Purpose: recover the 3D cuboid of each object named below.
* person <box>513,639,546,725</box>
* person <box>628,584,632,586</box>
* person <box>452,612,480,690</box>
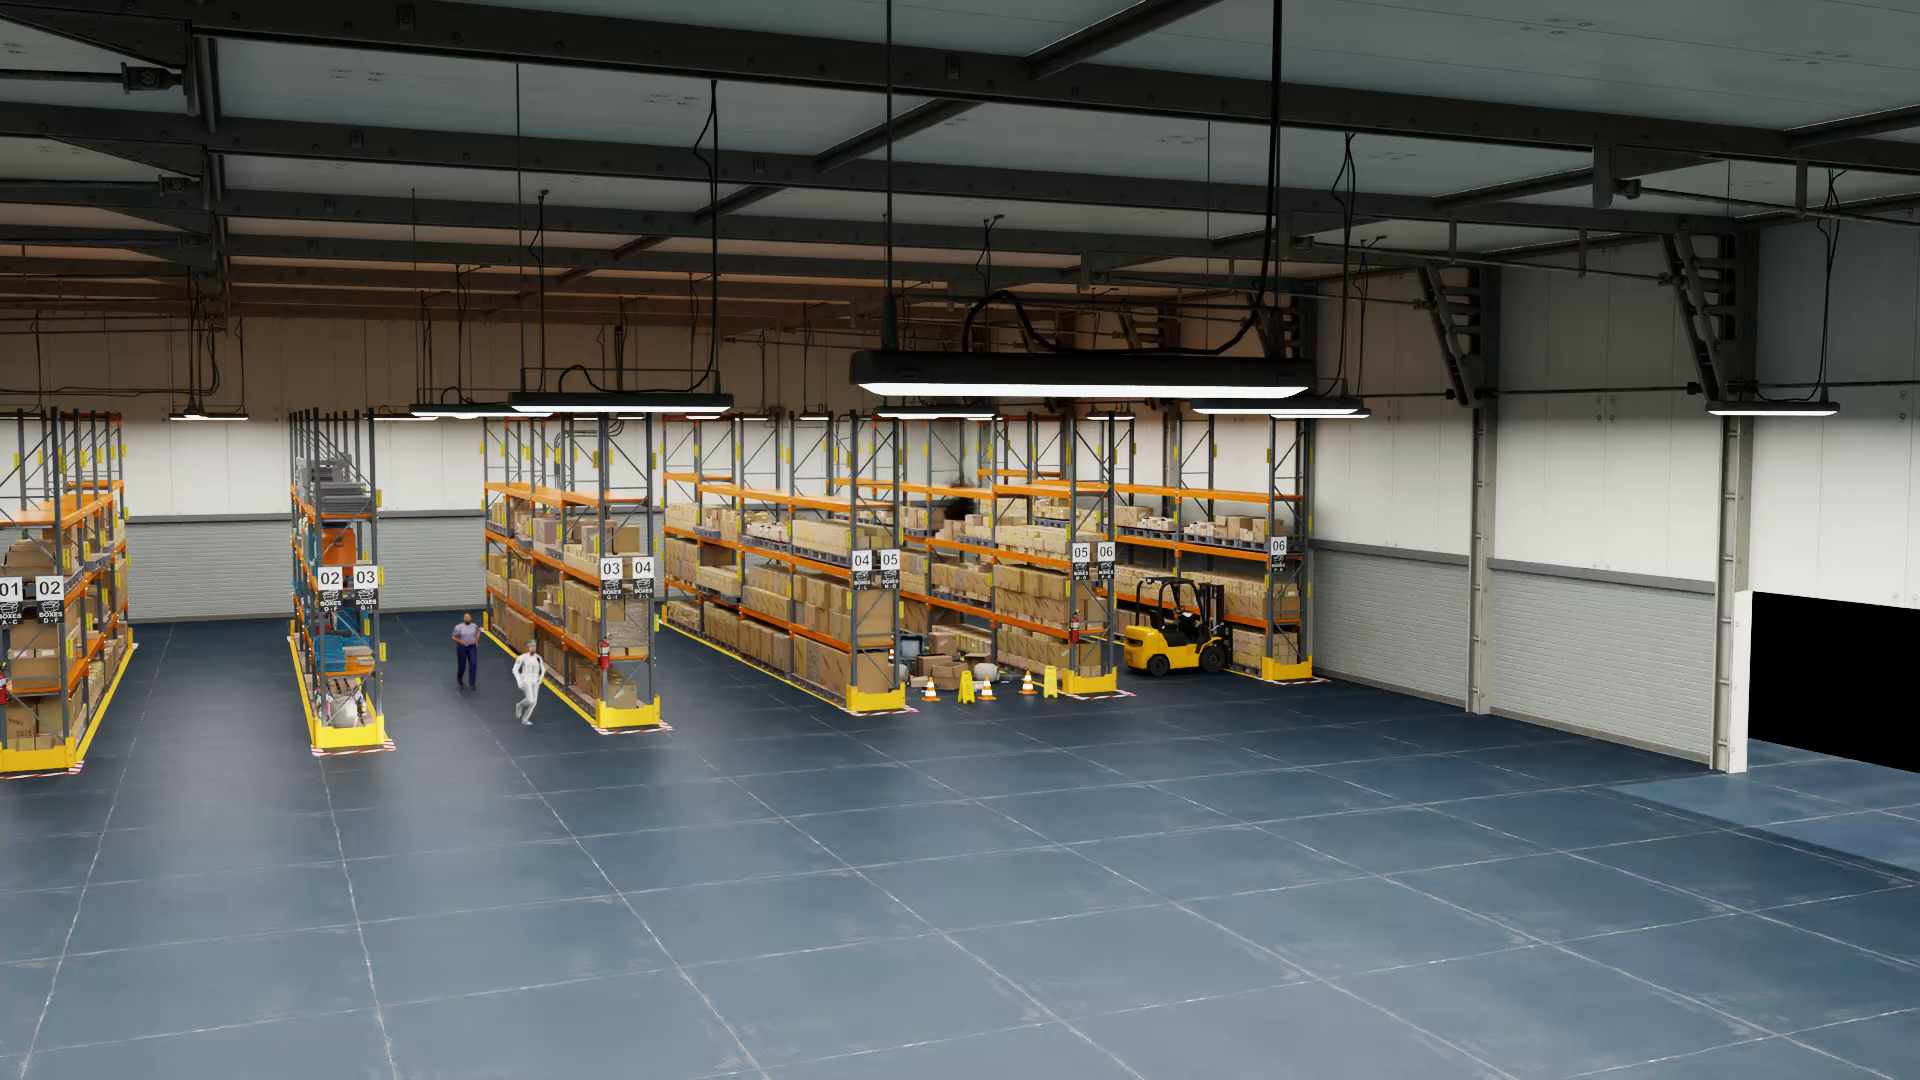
[{"bbox_3d":[-8.145,2.699,31.617,0.618,1.609,0.505,-3,5,-38],"label":"person"},{"bbox_3d":[-9.696,1.616,47.781,0.638,1.560,0.592,1,4,13],"label":"person"},{"bbox_3d":[-10.628,2.376,35.848,0.617,1.645,0.836,-2,5,-30],"label":"person"}]
